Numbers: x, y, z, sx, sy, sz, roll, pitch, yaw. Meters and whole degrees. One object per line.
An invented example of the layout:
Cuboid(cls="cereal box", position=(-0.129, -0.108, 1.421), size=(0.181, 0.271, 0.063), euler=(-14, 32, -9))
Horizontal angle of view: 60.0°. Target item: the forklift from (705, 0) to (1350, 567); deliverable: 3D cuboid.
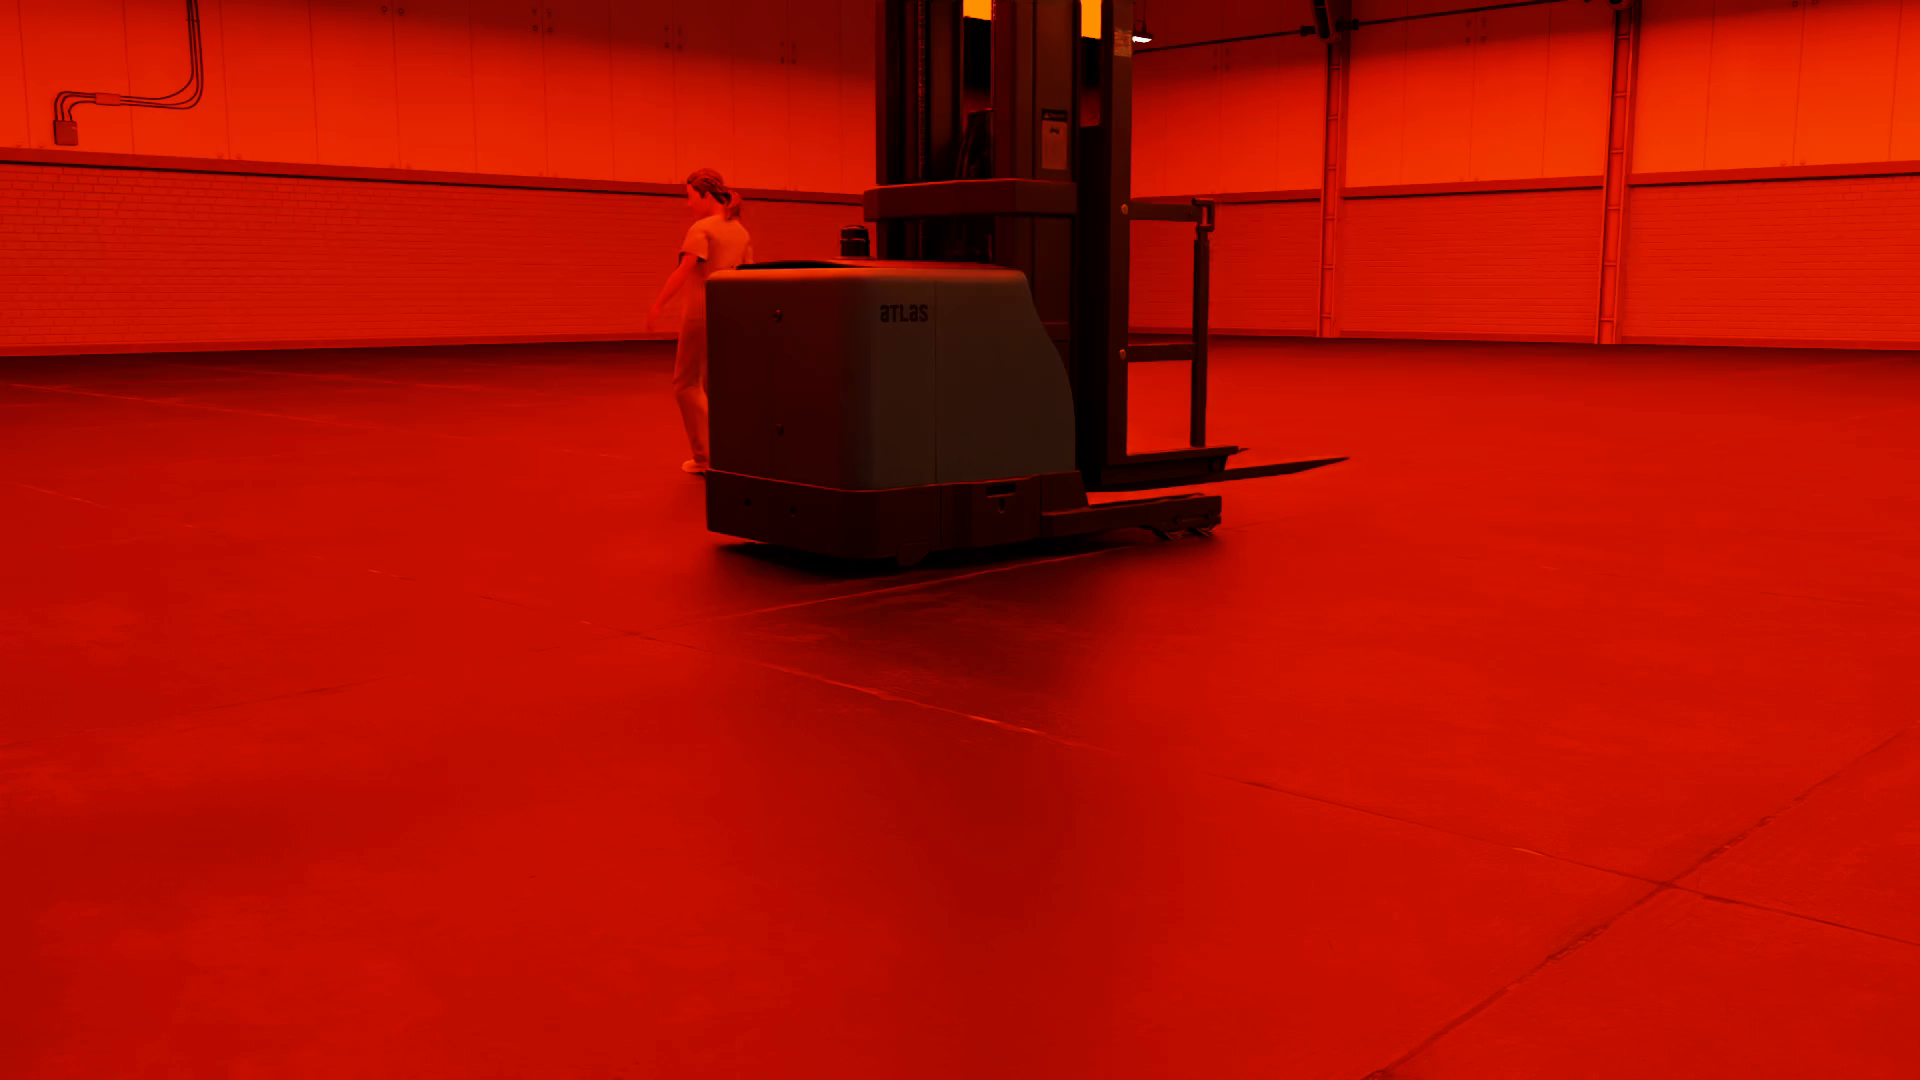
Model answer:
Cuboid(cls="forklift", position=(0.459, -1.509, 6.893), size=(3.031, 2.935, 1.130), euler=(-7, 11, -40))

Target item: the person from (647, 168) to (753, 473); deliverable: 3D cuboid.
Cuboid(cls="person", position=(-1.409, -1.179, 9.036), size=(0.473, 1.651, 0.689), euler=(7, 11, 38))
